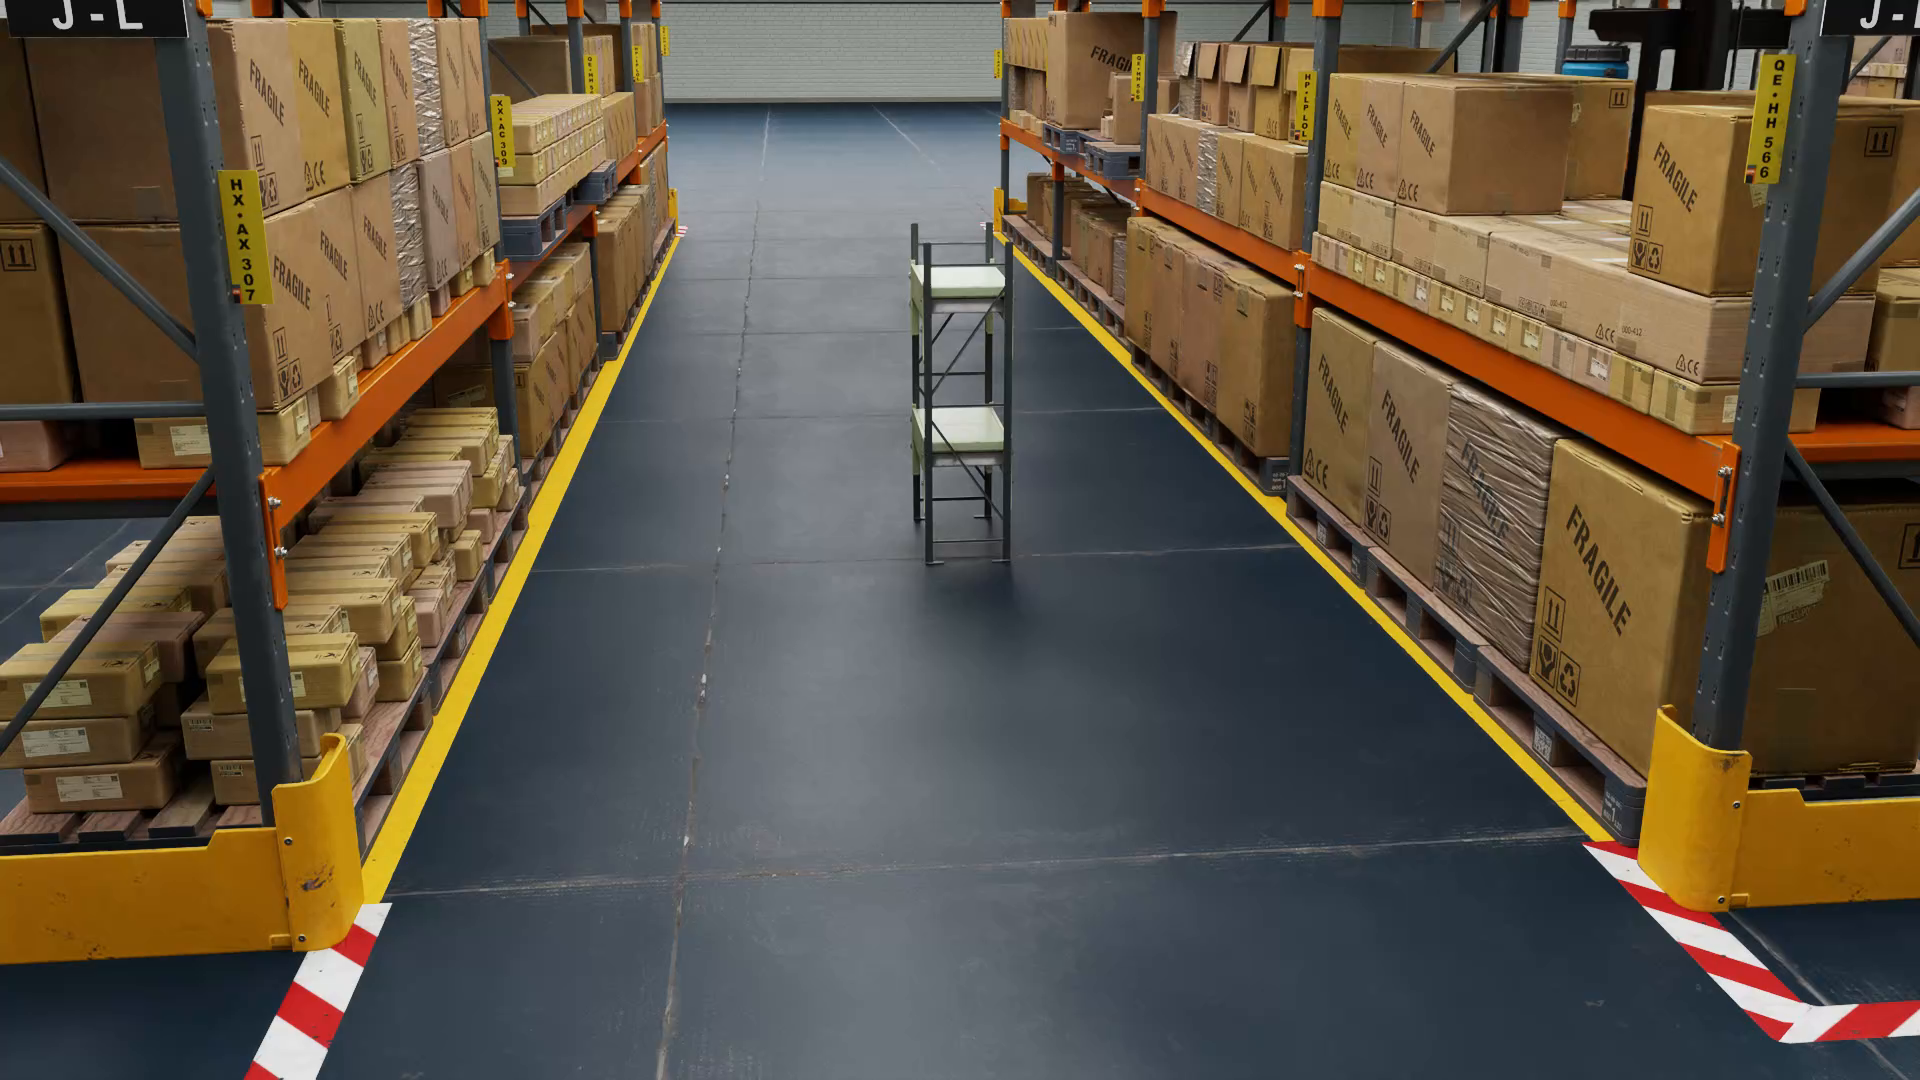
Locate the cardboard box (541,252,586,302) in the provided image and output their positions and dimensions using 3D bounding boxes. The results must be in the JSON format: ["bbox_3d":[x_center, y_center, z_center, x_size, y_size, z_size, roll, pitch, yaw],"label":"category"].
[{"bbox_3d":[-2.731,-1.716,10.856,0.500,0.250,0.500,-2,17,-5],"label":"cardboard box"}]

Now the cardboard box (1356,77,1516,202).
[{"bbox_3d":[2.070,-1.758,7.272,0.500,0.500,0.500,-2,18,-6],"label":"cardboard box"}]

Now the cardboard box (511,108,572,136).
[{"bbox_3d":[-2.430,-2.386,9.494,0.380,0.149,0.250,-1,17,-4],"label":"cardboard box"}]

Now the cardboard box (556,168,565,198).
[{"bbox_3d":[-2.377,-1.949,9.094,0.380,0.149,0.250,-2,18,-5],"label":"cardboard box"}]

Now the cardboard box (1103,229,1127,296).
[{"bbox_3d":[1.595,-2.369,14.155,0.700,0.500,0.500,0,17,-1],"label":"cardboard box"}]

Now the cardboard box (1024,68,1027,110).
[{"bbox_3d":[1.194,-5.083,18.695,0.875,0.500,0.500,-2,18,-6],"label":"cardboard box"}]

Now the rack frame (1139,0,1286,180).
[{"bbox_3d":[1.819,-2.820,12.150,1.000,3.000,0.127,-2,18,-6],"label":"rack frame"}]

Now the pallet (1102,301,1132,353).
[{"bbox_3d":[1.740,-1.722,13.310,1.003,0.211,1.213,-2,18,-6],"label":"pallet"}]

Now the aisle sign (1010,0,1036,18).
[{"bbox_3d":[0.689,-6.453,19.382,0.394,0.787,0.004,-2,18,-6],"label":"aisle sign"}]

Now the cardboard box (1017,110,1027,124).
[{"bbox_3d":[0.850,-4.767,18.773,0.380,0.149,0.250,-2,18,-6],"label":"cardboard box"}]

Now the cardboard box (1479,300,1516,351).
[{"bbox_3d":[2.146,-0.794,6.117,0.380,0.149,0.250,-2,18,-5],"label":"cardboard box"}]

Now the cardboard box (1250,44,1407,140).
[{"bbox_3d":[2.098,-2.549,9.447,0.797,0.503,0.637,-2,17,-5],"label":"cardboard box"}]

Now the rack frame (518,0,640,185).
[{"bbox_3d":[-3.538,-3.888,15.554,1.000,3.000,0.127,-2,18,-6],"label":"rack frame"}]

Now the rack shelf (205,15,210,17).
[{"bbox_3d":[-8.657,-5.389,16.527,1.077,0.370,4.000,-2,18,-6],"label":"rack shelf"}]

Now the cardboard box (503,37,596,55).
[{"bbox_3d":[-3.323,-3.811,13.472,0.700,0.500,0.500,-2,18,-6],"label":"cardboard box"}]

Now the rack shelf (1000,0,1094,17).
[{"bbox_3d":[1.200,-5.695,17.503,1.077,0.370,4.000,-2,18,-6],"label":"rack shelf"}]

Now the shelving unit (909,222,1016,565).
[{"bbox_3d":[-0.001,-0.718,7.959,0.431,1.500,0.755,-2,18,-6],"label":"shelving unit"}]

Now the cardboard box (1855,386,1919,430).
[{"bbox_3d":[2.936,-0.432,4.965,0.380,0.149,0.250,-2,17,-5],"label":"cardboard box"}]

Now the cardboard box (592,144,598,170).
[{"bbox_3d":[-2.566,-2.493,10.830,0.380,0.149,0.250,-1,17,-5],"label":"cardboard box"}]

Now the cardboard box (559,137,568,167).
[{"bbox_3d":[-2.409,-2.170,9.304,0.380,0.149,0.250,-1,17,-3],"label":"cardboard box"}]

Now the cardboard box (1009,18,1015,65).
[{"bbox_3d":[0.824,-5.548,18.509,0.500,0.500,0.500,-2,18,-6],"label":"cardboard box"}]

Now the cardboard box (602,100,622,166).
[{"bbox_3d":[-3.059,-3.336,13.630,0.500,0.500,0.500,-2,18,-6],"label":"cardboard box"}]

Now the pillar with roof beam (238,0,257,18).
[{"bbox_3d":[-12.818,-14.653,39.827,9.100,9.000,0.400,-2,18,-6],"label":"pillar with roof beam"}]

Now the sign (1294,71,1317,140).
[{"bbox_3d":[1.693,-2.123,8.130,0.100,0.325,0.005,-2,18,-6],"label":"sign"}]

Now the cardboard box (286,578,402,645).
[{"bbox_3d":[-2.063,0.239,5.473,0.380,0.149,0.250,-2,18,-6],"label":"cardboard box"}]

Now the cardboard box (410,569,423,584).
[{"bbox_3d":[-2.311,0.071,6.504,0.380,0.149,0.250,-1,17,-3],"label":"cardboard box"}]

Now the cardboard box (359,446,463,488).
[{"bbox_3d":[-2.369,-0.302,7.197,0.380,0.149,0.250,-1,17,-4],"label":"cardboard box"}]

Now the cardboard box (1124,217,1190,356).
[{"bbox_3d":[1.869,-1.800,11.749,1.225,0.875,0.875,-3,18,-8],"label":"cardboard box"}]

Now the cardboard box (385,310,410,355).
[{"bbox_3d":[-2.219,-0.763,6.019,0.380,0.149,0.250,-1,17,-4],"label":"cardboard box"}]

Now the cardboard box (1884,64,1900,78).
[{"bbox_3d":[10.809,-5.358,18.986,0.380,0.149,0.250,-2,18,-6],"label":"cardboard box"}]

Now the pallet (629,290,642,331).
[{"bbox_3d":[-3.254,-1.966,14.086,1.003,0.211,1.213,-2,18,-6],"label":"pallet"}]

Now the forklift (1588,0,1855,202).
[{"bbox_3d":[4.355,-2.077,9.899,1.130,2.935,3.031,-2,18,-7],"label":"forklift"}]

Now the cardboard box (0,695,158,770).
[{"bbox_3d":[-2.638,0.557,4.958,0.380,0.149,0.250,-2,18,-7],"label":"cardboard box"}]

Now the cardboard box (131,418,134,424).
[{"bbox_3d":[-2.644,-0.431,4.961,0.380,0.149,0.250,-2,18,-6],"label":"cardboard box"}]

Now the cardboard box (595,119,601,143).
[{"bbox_3d":[-2.592,-2.706,11.011,0.380,0.149,0.250,-1,17,-4],"label":"cardboard box"}]

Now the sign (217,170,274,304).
[{"bbox_3d":[-1.760,-0.743,4.090,0.100,0.325,0.005,-2,18,-6],"label":"sign"}]

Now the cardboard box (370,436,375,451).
[{"bbox_3d":[-2.913,-0.436,7.623,0.380,0.149,0.250,-1,17,-3],"label":"cardboard box"}]

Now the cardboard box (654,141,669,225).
[{"bbox_3d":[-3.814,-4.067,18.968,0.875,0.875,0.875,-2,18,-5],"label":"cardboard box"}]

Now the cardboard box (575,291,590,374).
[{"bbox_3d":[-2.747,-1.361,10.978,0.500,0.500,0.500,-1,17,-3],"label":"cardboard box"}]

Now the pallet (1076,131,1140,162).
[{"bbox_3d":[1.574,-3.317,14.053,1.003,0.211,1.213,-2,18,-6],"label":"pallet"}]

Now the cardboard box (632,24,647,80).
[{"bbox_3d":[-3.633,-4.911,16.760,0.875,0.550,0.550,-2,18,-6],"label":"cardboard box"}]

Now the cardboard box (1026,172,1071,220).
[{"bbox_3d":[1.042,-4.024,19.459,0.500,0.500,0.500,1,17,5],"label":"cardboard box"}]

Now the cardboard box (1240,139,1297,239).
[{"bbox_3d":[1.868,-1.954,9.226,0.500,0.500,0.500,-1,17,-4],"label":"cardboard box"}]

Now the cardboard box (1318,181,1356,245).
[{"bbox_3d":[2.019,-1.550,7.860,0.500,0.250,0.500,-2,18,-7],"label":"cardboard box"}]

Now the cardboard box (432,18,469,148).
[{"bbox_3d":[-2.336,-1.886,6.843,0.500,0.500,0.500,-2,18,-7],"label":"cardboard box"}]

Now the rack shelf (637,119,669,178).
[{"bbox_3d":[-3.744,-4.141,17.560,1.077,0.370,4.000,-2,18,-6],"label":"rack shelf"}]

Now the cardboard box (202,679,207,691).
[{"bbox_3d":[-2.630,0.542,5.502,0.380,0.149,0.250,-2,18,-6],"label":"cardboard box"}]

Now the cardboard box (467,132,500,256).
[{"bbox_3d":[-2.381,-1.559,7.471,0.500,0.500,0.500,-2,18,-6],"label":"cardboard box"}]

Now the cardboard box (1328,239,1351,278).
[{"bbox_3d":[1.958,-1.331,7.829,0.380,0.149,0.250,-2,18,-7],"label":"cardboard box"}]

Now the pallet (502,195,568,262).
[{"bbox_3d":[-2.646,-1.645,8.730,1.003,0.211,1.213,-2,18,-6],"label":"pallet"}]

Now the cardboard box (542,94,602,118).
[{"bbox_3d":[-2.618,-2.929,11.224,0.380,0.149,0.250,-2,18,-8],"label":"cardboard box"}]

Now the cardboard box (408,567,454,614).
[{"bbox_3d":[-2.208,0.220,6.526,0.380,0.149,0.250,-2,18,-6],"label":"cardboard box"}]

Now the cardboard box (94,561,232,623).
[{"bbox_3d":[-2.692,0.184,5.648,0.380,0.149,0.250,-2,18,-8],"label":"cardboard box"}]
